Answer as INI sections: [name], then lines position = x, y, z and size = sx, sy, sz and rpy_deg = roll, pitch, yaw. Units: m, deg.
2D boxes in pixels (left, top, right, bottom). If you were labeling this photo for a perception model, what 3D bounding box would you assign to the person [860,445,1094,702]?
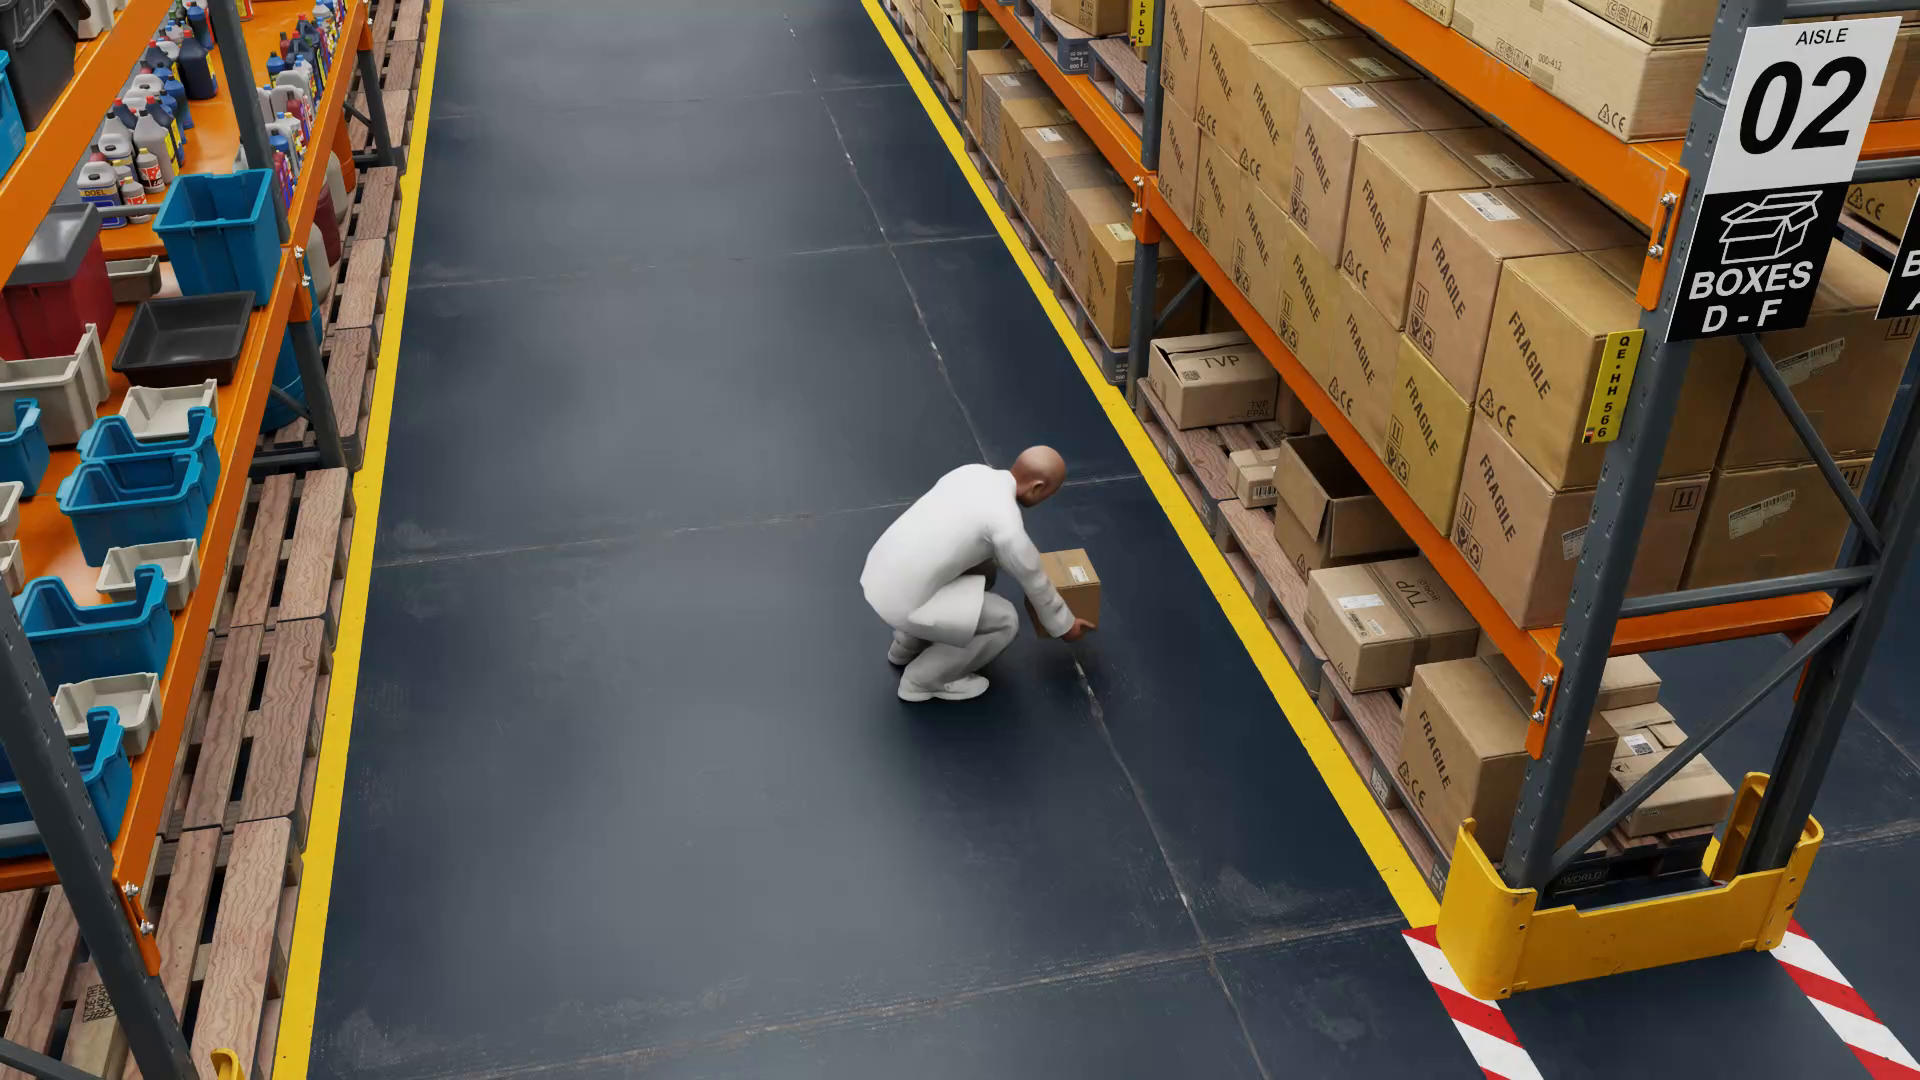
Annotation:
[person]
position = 0.066, 0.121, 6.678
size = 0.938, 1.000, 0.577
rpy_deg = -8, 35, -12
